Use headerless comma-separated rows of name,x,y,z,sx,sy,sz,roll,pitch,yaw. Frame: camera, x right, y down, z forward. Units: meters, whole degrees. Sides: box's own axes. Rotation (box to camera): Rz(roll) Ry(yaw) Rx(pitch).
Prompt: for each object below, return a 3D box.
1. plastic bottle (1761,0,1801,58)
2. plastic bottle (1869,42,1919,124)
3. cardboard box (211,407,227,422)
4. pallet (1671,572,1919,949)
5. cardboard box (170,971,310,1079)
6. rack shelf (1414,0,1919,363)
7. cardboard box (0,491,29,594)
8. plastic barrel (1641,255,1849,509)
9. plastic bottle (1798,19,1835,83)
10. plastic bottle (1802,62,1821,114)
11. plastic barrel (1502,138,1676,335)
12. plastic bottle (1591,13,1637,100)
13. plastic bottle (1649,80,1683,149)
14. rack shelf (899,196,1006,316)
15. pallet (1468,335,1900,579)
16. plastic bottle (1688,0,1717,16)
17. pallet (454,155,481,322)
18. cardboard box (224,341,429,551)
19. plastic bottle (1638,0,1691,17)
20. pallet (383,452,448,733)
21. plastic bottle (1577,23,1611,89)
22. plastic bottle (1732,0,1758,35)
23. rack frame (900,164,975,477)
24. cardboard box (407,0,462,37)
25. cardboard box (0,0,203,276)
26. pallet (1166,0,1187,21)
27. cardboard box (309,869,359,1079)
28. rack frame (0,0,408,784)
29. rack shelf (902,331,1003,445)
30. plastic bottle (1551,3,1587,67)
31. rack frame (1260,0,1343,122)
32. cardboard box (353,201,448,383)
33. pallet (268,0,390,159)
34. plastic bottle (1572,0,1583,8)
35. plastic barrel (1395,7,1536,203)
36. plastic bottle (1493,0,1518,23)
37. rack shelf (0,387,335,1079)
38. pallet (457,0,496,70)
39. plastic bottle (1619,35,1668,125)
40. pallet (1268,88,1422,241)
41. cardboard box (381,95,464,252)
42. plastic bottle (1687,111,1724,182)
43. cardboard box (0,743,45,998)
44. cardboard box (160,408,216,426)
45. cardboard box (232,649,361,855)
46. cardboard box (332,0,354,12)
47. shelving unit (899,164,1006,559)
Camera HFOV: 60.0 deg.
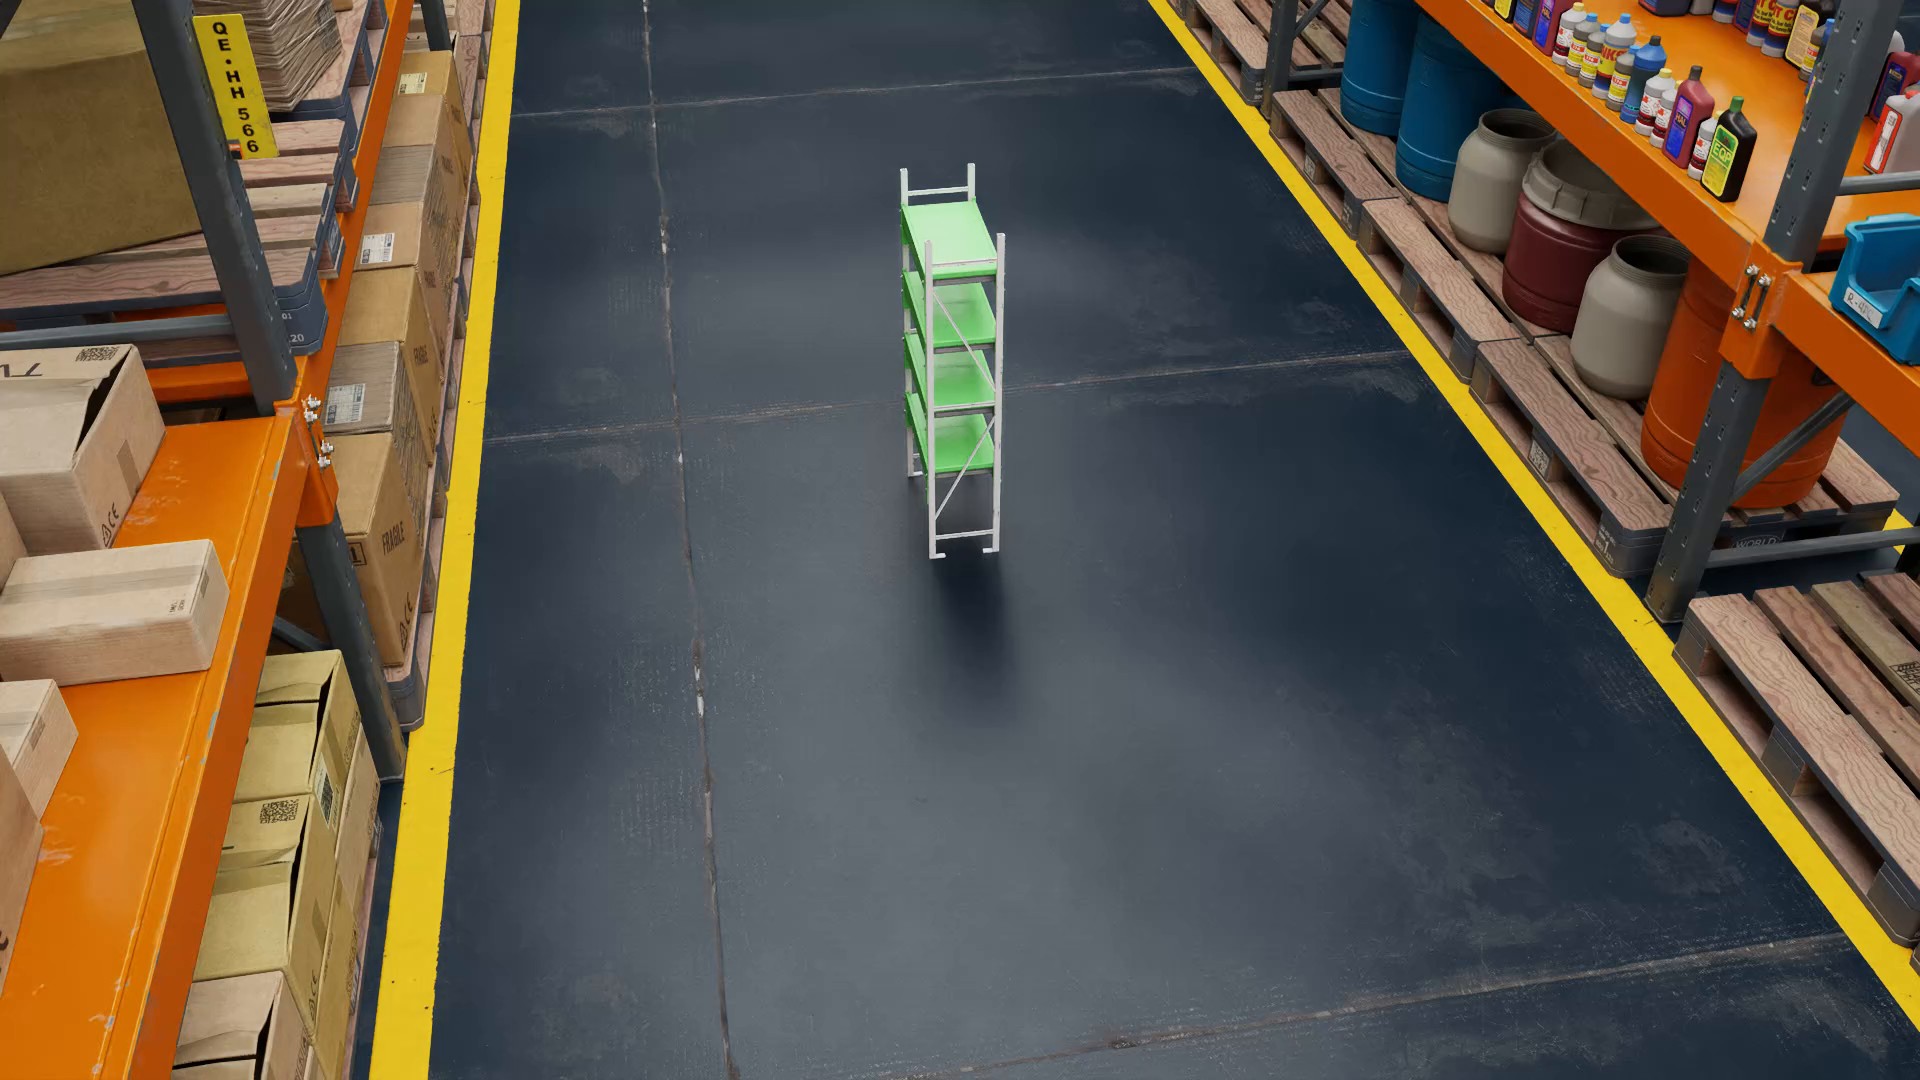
plastic bottle,2.858,-1.814,5.744,0.097,0.271,0.097,0,38,0
plastic bottle,2.984,-1.449,5.266,0.061,0.283,0.133,-6,38,-8
cardboard box,-2.518,-0.192,5.231,0.500,0.500,0.500,-5,38,-6
pallet,2.852,0.577,4.835,1.003,0.211,1.213,-6,38,-8
cardboard box,-1.606,1.141,3.278,0.500,0.311,0.500,-6,38,-8
rack shelf,2.403,-1.920,6.363,1.077,0.370,4.000,-6,38,-8
cardboard box,-2.157,0.131,3.209,0.500,0.311,0.500,-7,38,-8
plastic barrel,2.651,-0.598,5.502,0.600,0.830,0.708,-6,38,-8
plastic bottle,2.899,-1.647,5.586,0.097,0.201,0.097,0,38,0
plastic bottle,2.796,-1.468,5.357,0.097,0.201,0.097,0,38,0
plastic barrel,2.453,-1.185,6.454,0.600,0.588,0.708,-6,38,-8
plastic bottle,2.152,-1.590,5.456,0.097,0.271,0.097,0,38,0
plastic bottle,2.220,-1.327,5.175,0.097,0.201,0.097,0,38,0
rack shelf,-0.029,-0.902,5.255,0.258,0.148,0.480,-6,38,-8
pallet,2.575,-0.366,6.050,1.003,0.211,1.213,-6,38,-8
plastic bottle,2.753,-2.081,6.084,0.152,0.276,0.135,-6,38,-8
pallet,-2.645,-1.293,7.242,1.003,0.211,1.213,-6,38,-8
cardboard box,-2.019,-0.273,5.336,0.500,0.500,0.500,-8,38,-10
plastic bottle,2.603,-2.109,6.060,0.144,0.351,0.185,-6,38,-8
pallet,-2.217,0.181,5.345,1.003,0.211,1.213,-6,38,-8
plastic bottle,2.135,-1.621,5.553,0.097,0.201,0.097,0,38,0
plastic bottle,2.839,-1.949,5.909,0.061,0.283,0.133,-6,38,-8
rack frame,-0.072,-0.721,5.700,0.240,1.200,0.015,-6,38,-8
cardboard box,-2.847,-2.734,8.776,0.380,0.166,0.250,-6,38,-8
cardboard box,-2.345,-1.039,4.219,0.700,0.500,0.500,-19,42,-23
pallet,1.668,-3.489,10.069,1.003,0.211,1.213,-6,38,-8
cardboard box,-1.697,1.057,3.843,0.500,0.250,0.500,-7,38,-8
rack frame,-2.123,-0.465,3.904,1.000,3.000,0.127,-6,38,-8
rack shelf,-0.029,-0.523,5.550,0.258,0.148,0.480,-6,38,-8
plastic bottle,2.101,-1.738,5.705,0.097,0.201,0.097,0,38,0
rack frame,2.053,-3.412,7.697,1.000,3.000,0.127,-6,38,-8
cardboard box,-2.199,-0.891,6.131,0.500,0.500,0.500,-7,38,-9
pallet,-2.469,-1.564,5.474,1.003,0.211,1.213,-6,38,-8
plastic bottle,2.172,-1.966,5.930,0.061,0.283,0.133,-6,38,-8
plastic barrel,2.255,-1.991,7.236,0.600,0.901,0.708,-6,38,-8
plastic bottle,2.007,-2.031,6.014,0.061,0.283,0.133,-6,38,-8
rack shelf,-1.773,1.027,2.570,1.077,0.370,4.000,-6,38,-8
pallet,-3.161,-2.933,9.354,1.003,0.211,1.213,-6,38,-8
plastic bottle,2.186,-1.472,5.305,0.097,0.271,0.097,0,38,0
pallet,2.147,-1.840,7.947,1.003,0.211,1.213,-6,38,-8
cardboard box,-2.377,-1.501,6.916,0.500,0.500,0.500,-6,38,-8
plastic bottle,2.261,-1.188,4.996,0.097,0.201,0.097,0,38,0
cardboard box,-1.813,0.507,2.571,0.500,0.500,0.500,-8,39,-10
cardboard box,-2.532,-0.521,5.044,0.500,0.250,0.500,-5,38,-6
cardboard box,-1.789,0.523,4.074,0.500,0.311,0.500,-5,38,-7
cardboard box,-2.454,-2.026,5.489,0.700,0.500,0.500,-16,41,-19
shelving unit,-0.029,-0.574,5.511,0.258,1.200,0.503,-6,38,-8
